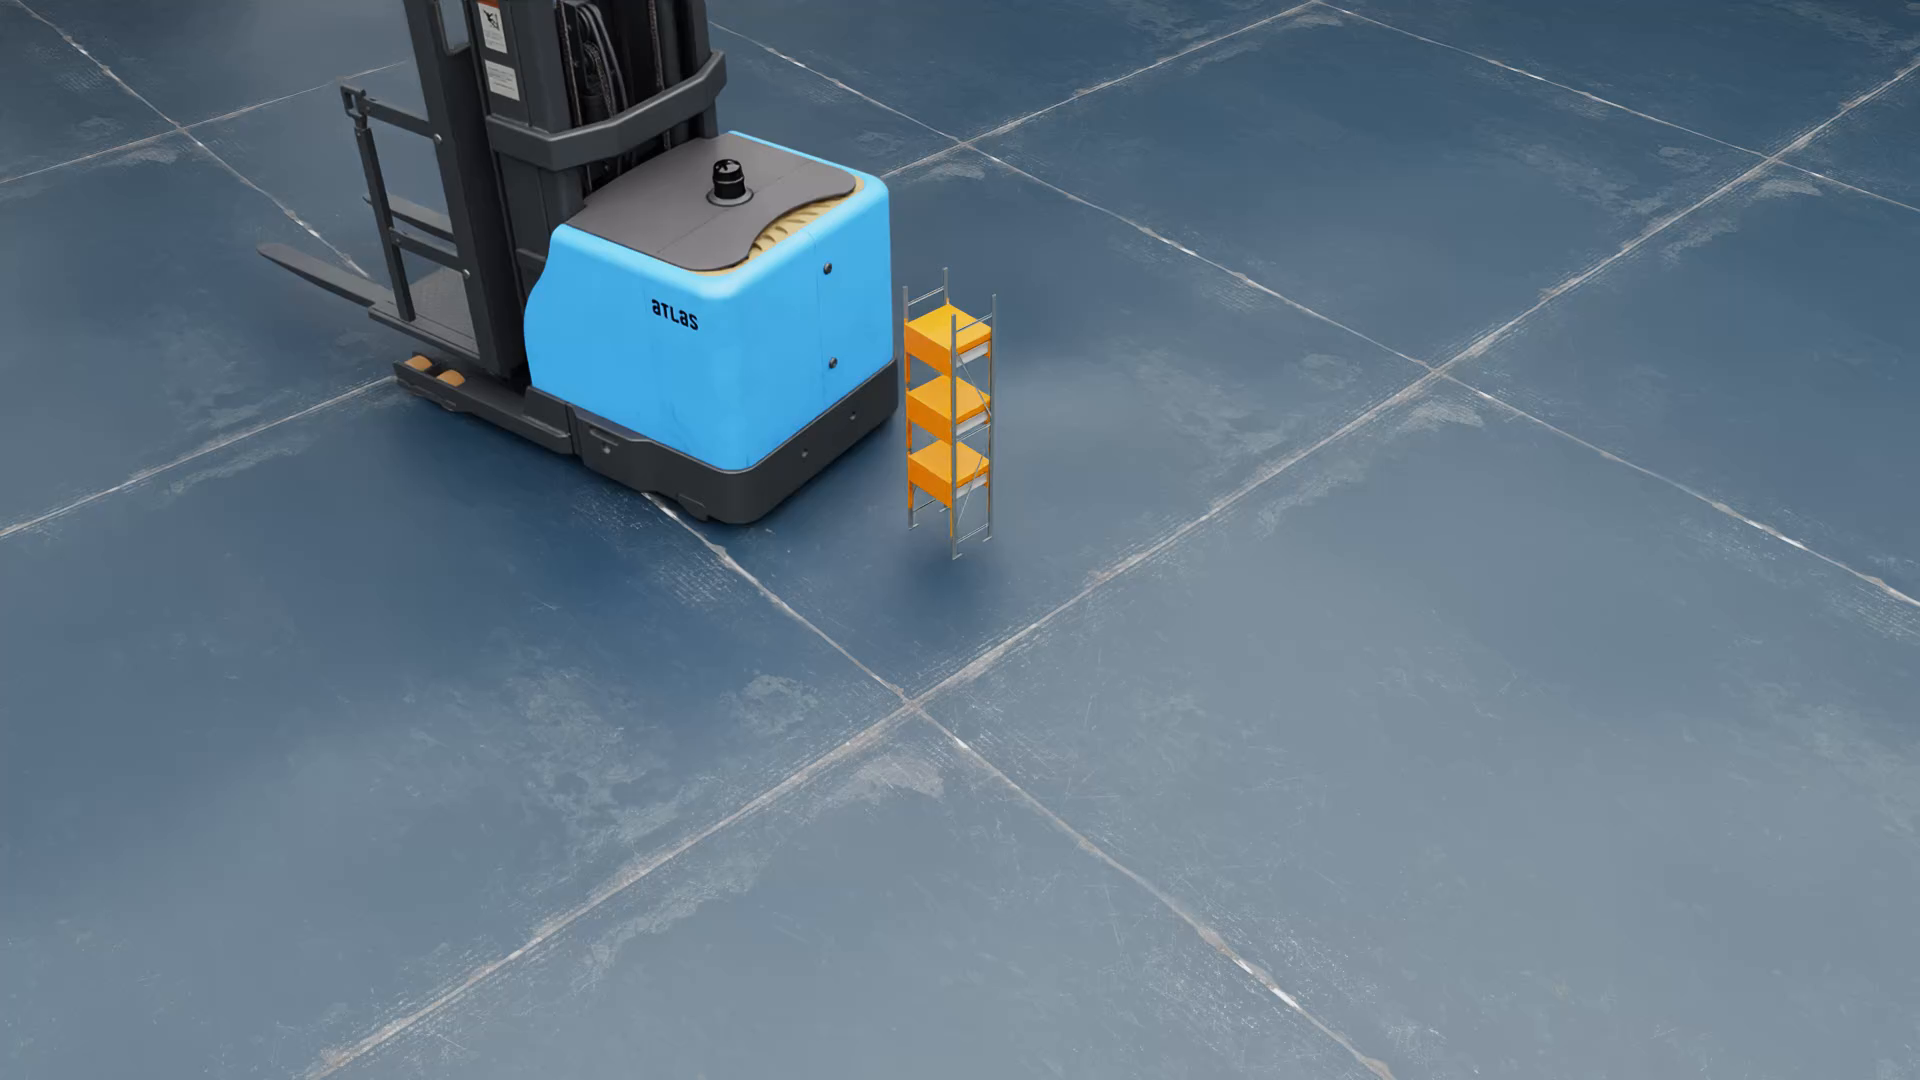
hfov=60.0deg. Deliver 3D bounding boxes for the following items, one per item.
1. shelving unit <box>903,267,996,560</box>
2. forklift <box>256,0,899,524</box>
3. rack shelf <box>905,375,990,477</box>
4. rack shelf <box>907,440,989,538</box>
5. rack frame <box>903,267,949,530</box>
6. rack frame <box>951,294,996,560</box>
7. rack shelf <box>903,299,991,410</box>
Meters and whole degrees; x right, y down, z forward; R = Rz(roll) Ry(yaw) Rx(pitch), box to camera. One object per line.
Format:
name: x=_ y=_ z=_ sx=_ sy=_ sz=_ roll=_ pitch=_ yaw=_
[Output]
shelving unit: x=-0.036 y=-0.433 z=5.951 sx=0.215 sy=1.050 sz=0.252 roll=-30 pitch=48 yaw=-32
forklift: x=-1.756 y=-1.926 z=6.302 sx=3.031 sy=2.935 sz=1.130 roll=23 pitch=44 yaw=26
rack shelf: x=-0.036 y=-0.425 z=5.957 sx=0.215 sy=0.259 sz=0.240 roll=-30 pitch=48 yaw=-32
rack shelf: x=-0.036 y=-0.209 z=6.132 sx=0.215 sy=0.259 sz=0.240 roll=-30 pitch=48 yaw=-32
rack frame: x=-0.119 y=-0.490 z=6.021 sx=0.200 sy=1.050 sz=0.008 roll=-30 pitch=48 yaw=-32
rack frame: x=0.046 y=-0.377 z=5.881 sx=0.200 sy=1.050 sz=0.008 roll=-30 pitch=48 yaw=-32
rack shelf: x=-0.036 y=-0.646 z=5.779 sx=0.215 sy=0.259 sz=0.240 roll=-30 pitch=48 yaw=-32
